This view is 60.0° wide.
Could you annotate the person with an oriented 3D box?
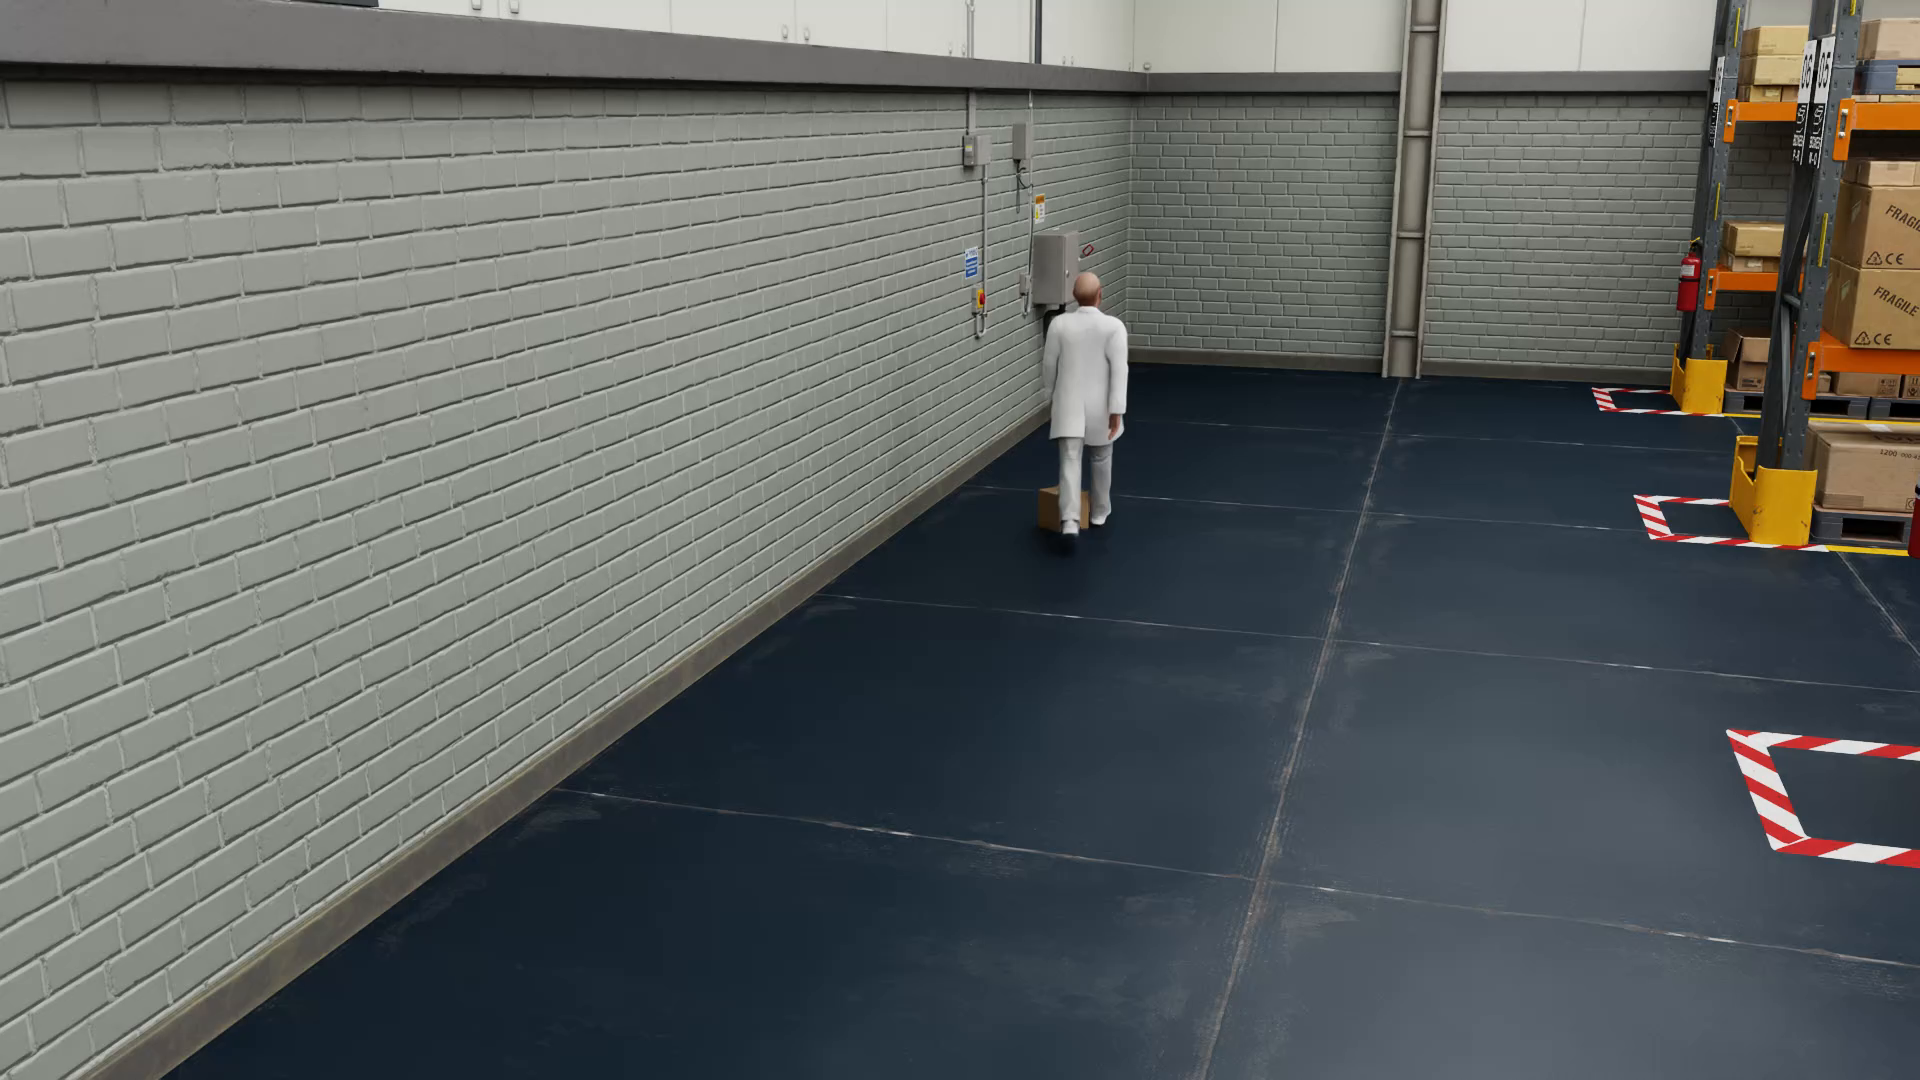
[{"bbox_3d":[0.820,-0.893,10.933,0.566,1.730,1.118,2,15,7],"label":"person"}]
